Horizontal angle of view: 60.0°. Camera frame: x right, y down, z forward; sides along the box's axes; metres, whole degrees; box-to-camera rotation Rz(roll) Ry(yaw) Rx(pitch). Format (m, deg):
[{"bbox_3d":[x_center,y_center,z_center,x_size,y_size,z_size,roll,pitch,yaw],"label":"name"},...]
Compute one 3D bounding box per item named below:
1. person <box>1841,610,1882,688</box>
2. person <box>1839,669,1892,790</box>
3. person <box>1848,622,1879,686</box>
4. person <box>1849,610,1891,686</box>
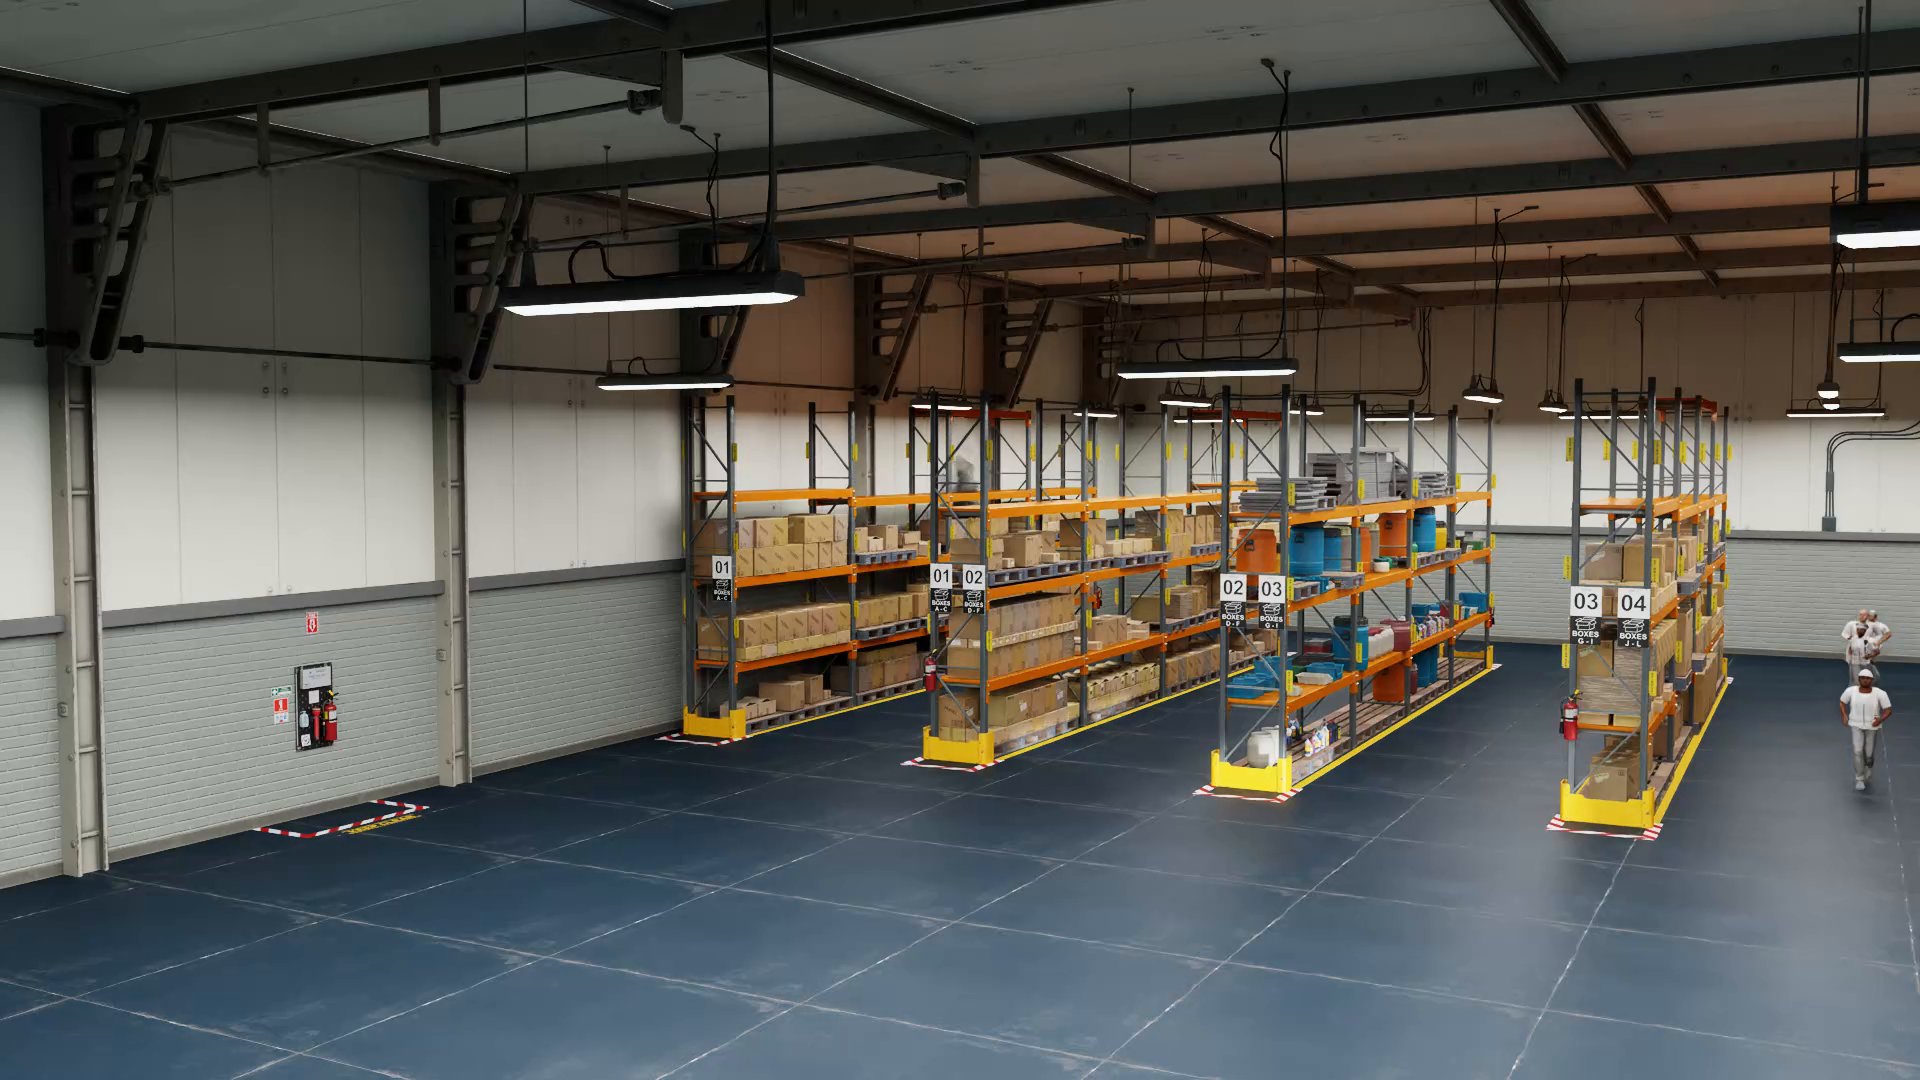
[{"bbox_3d":[18.441,2.321,34.042,0.717,1.804,0.972,2,4,37],"label":"person"},{"bbox_3d":[13.567,2.814,24.939,0.706,1.772,0.886,2,3,30],"label":"person"},{"bbox_3d":[17.688,2.453,32.587,0.573,1.706,0.809,2,4,39],"label":"person"},{"bbox_3d":[19.481,2.328,35.523,0.753,1.681,0.639,0,3,-6],"label":"person"}]
